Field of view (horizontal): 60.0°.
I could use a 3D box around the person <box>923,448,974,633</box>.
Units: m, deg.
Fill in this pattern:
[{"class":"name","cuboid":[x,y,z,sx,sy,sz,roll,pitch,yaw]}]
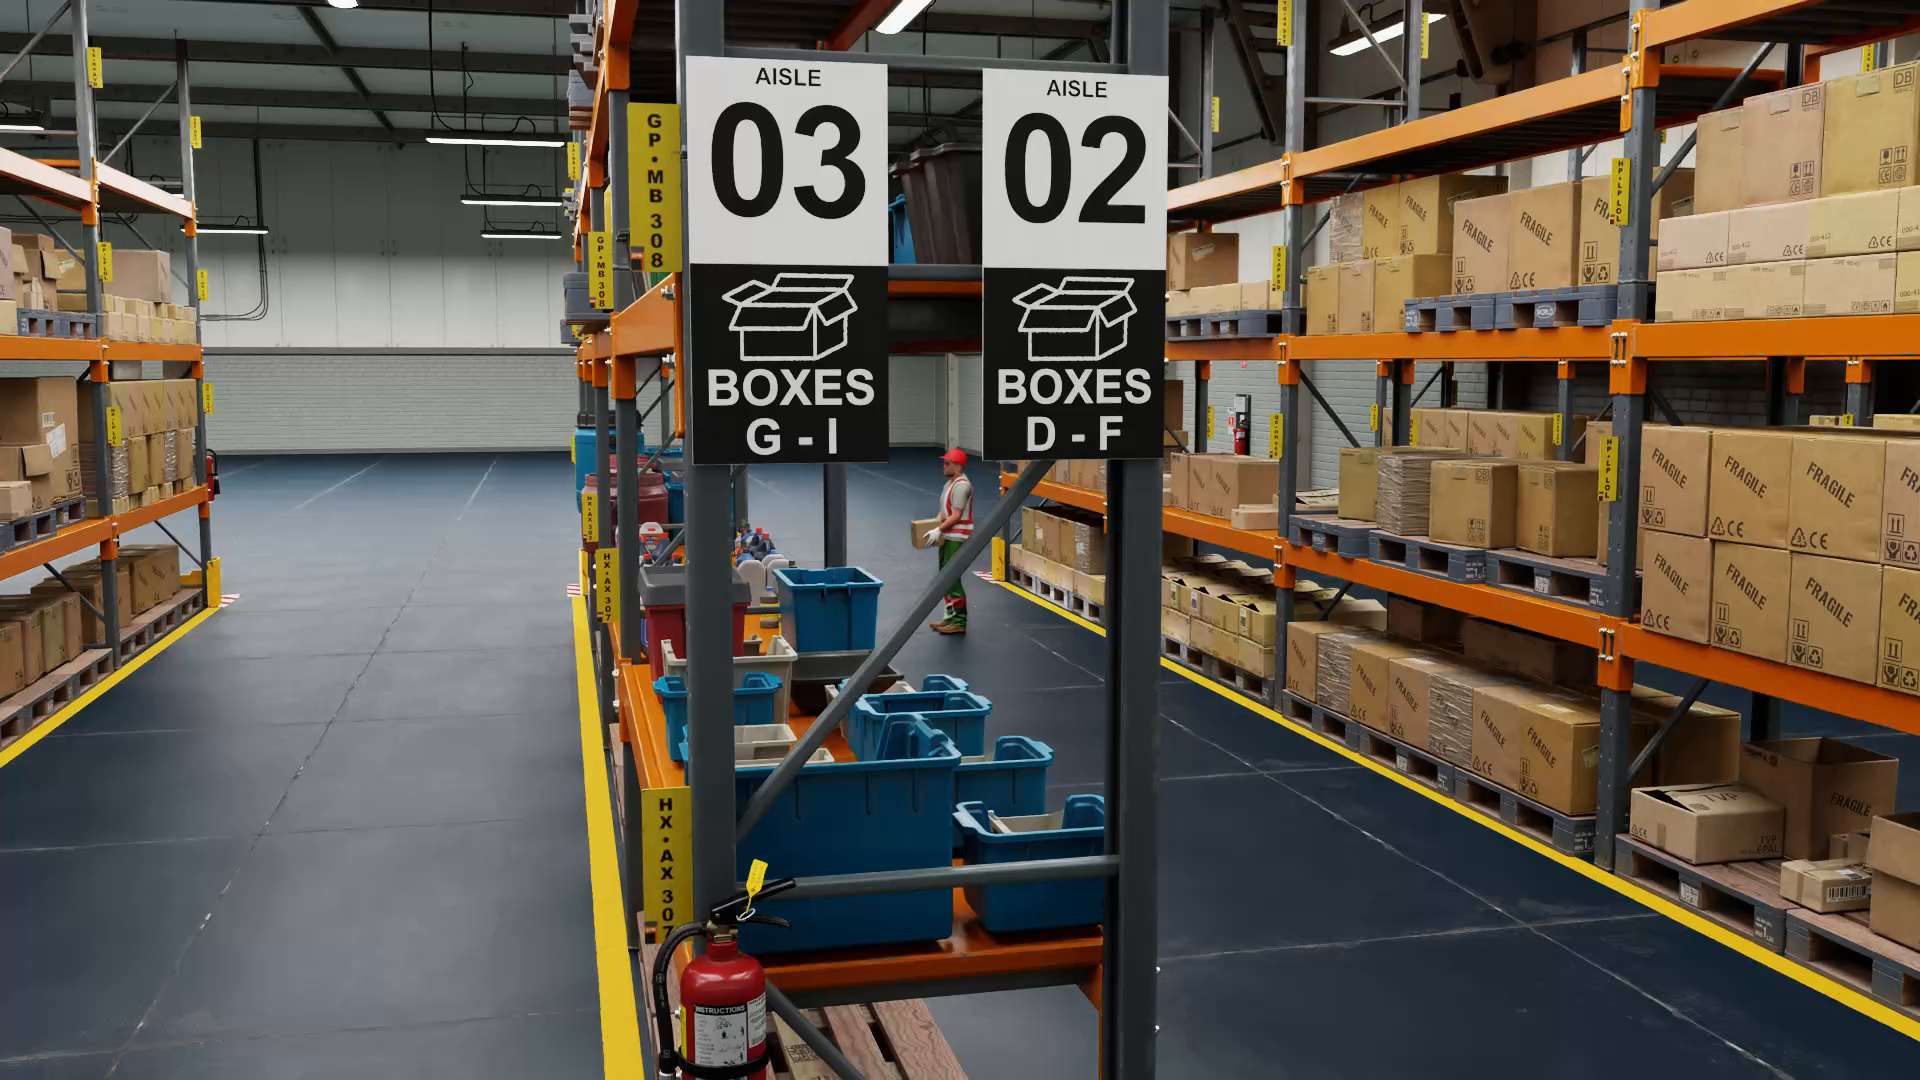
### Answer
[{"class":"person","cuboid":[-0.137,0.006,16.200,0.519,1.794,0.526,-2,6,-14]}]
